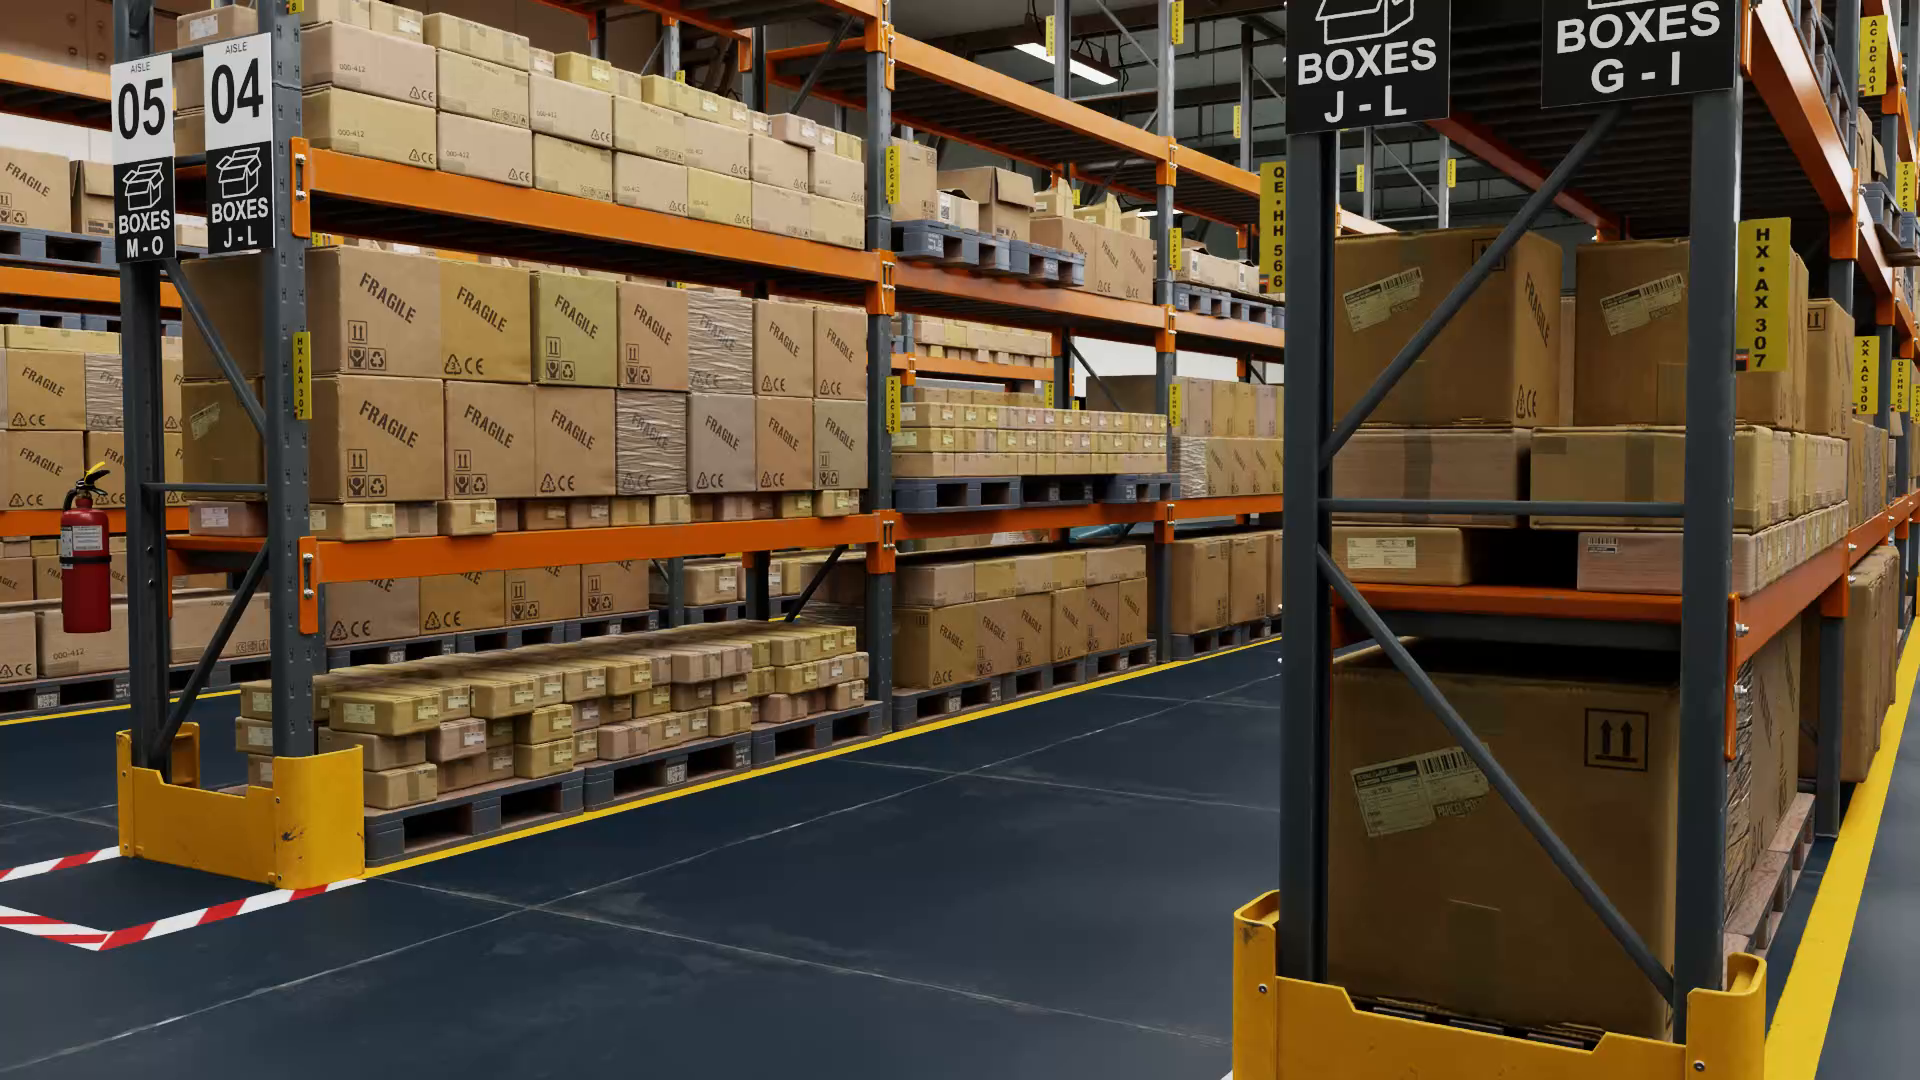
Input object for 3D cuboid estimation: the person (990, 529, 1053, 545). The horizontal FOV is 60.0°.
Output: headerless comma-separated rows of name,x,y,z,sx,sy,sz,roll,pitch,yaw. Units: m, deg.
person,0.717,0.139,16.333,0.824,1.383,0.590,2,3,31
